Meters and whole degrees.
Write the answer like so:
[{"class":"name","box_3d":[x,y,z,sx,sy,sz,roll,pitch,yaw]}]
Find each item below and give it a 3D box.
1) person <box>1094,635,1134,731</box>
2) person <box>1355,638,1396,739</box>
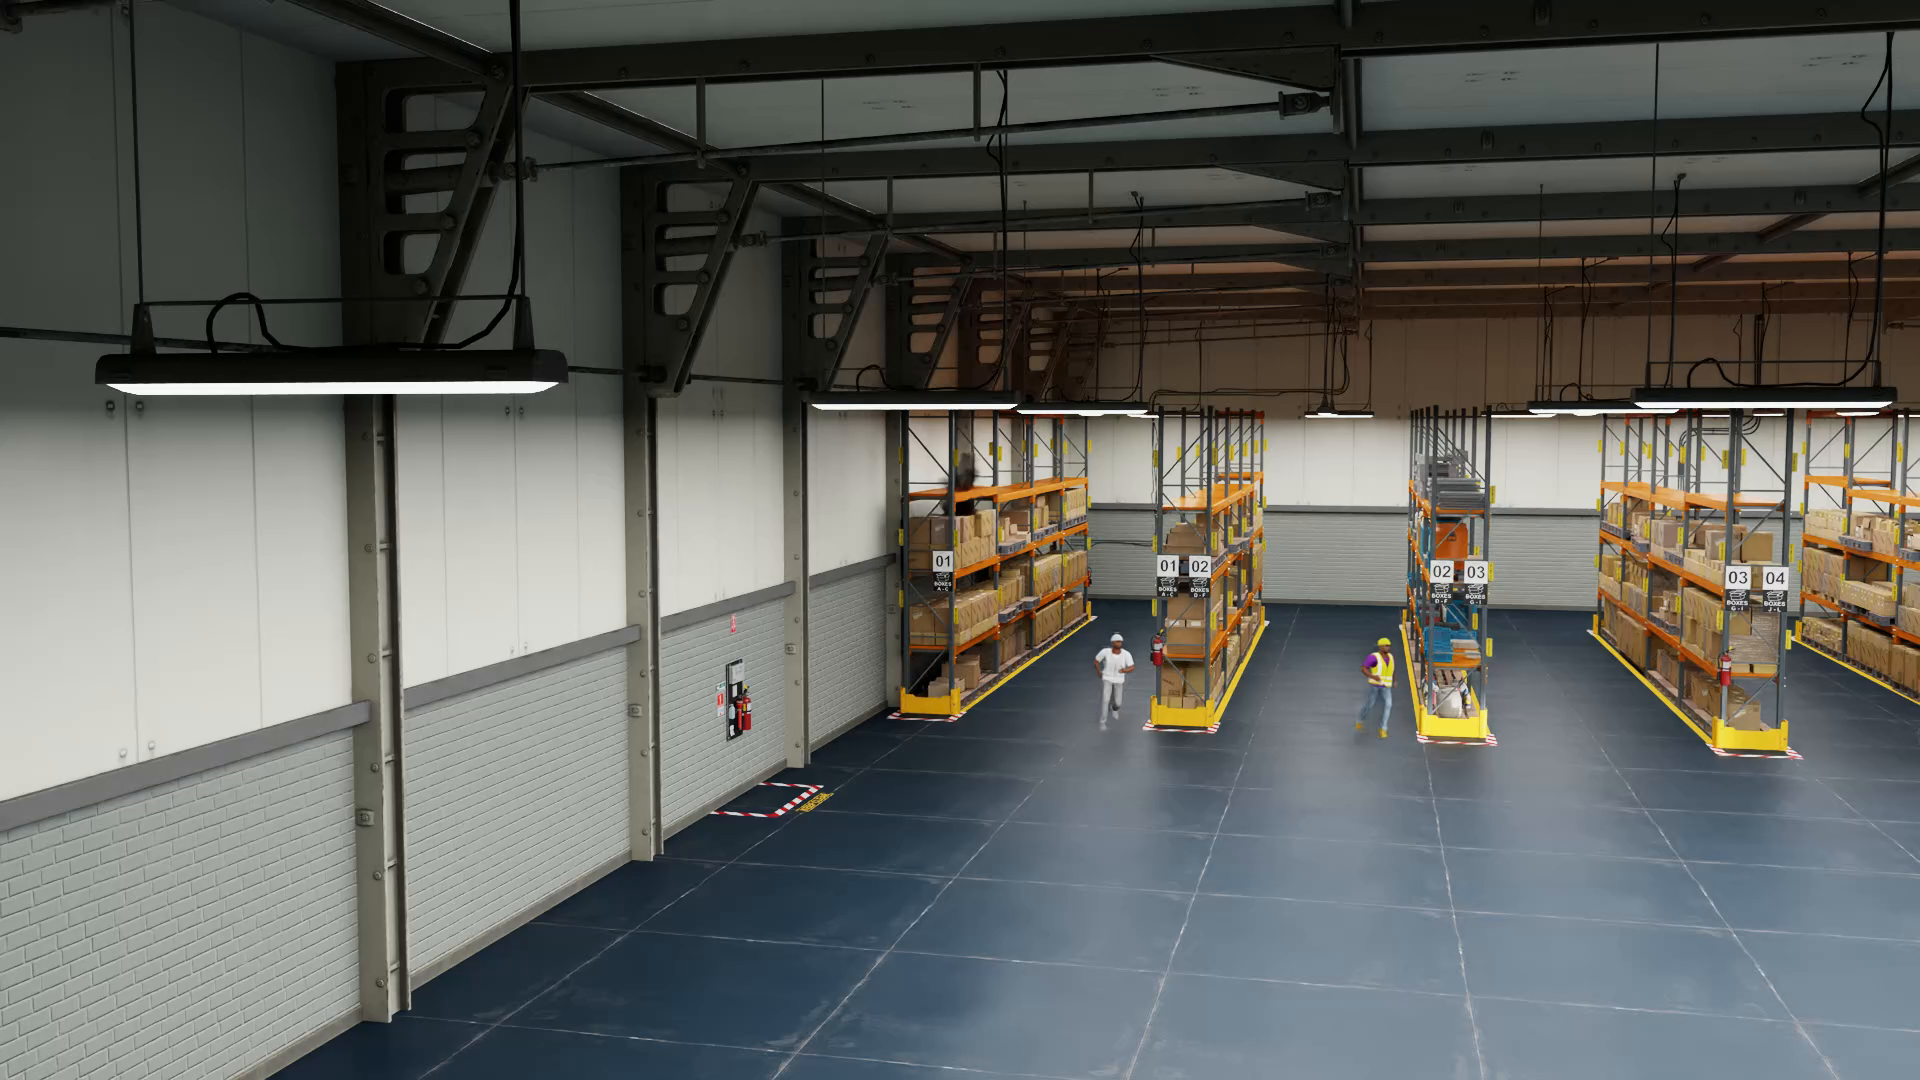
[{"class":"person","box_3d":[2.845,2.596,30.662,0.733,1.725,0.831,0,4,-3]},{"class":"person","box_3d":[7.667,2.676,30.297,0.742,1.781,0.823,-1,4,-15]}]
